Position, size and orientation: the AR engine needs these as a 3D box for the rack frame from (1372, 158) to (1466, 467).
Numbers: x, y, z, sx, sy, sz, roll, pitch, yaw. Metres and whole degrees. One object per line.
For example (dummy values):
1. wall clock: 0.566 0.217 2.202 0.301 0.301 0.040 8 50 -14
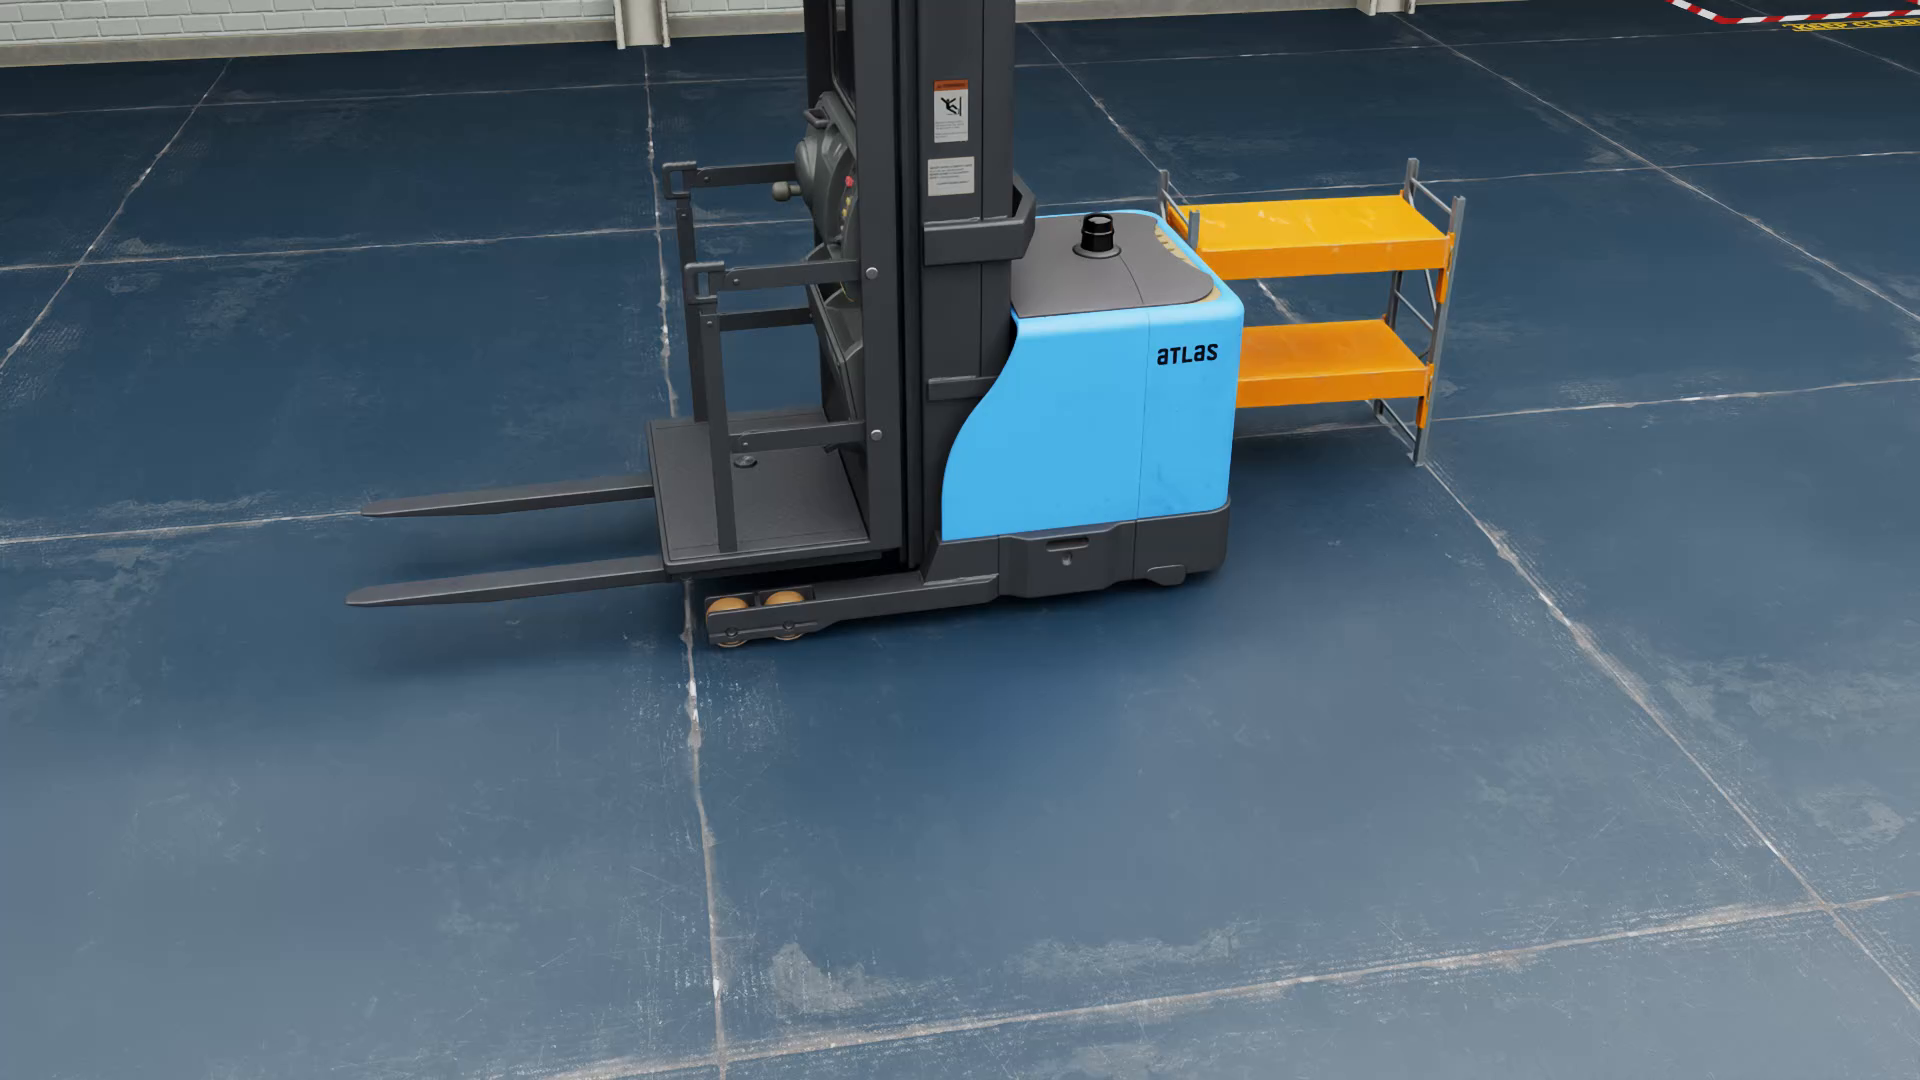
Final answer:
1. rack frame: 1.833 -0.909 6.685 0.032 1.125 0.500 -4 31 -7

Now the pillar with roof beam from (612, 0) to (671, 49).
1. pillar with roof beam: -1.642 -5.533 6.782 0.400 9.000 9.100 -5 31 -9

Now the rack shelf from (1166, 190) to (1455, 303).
1. rack shelf: 1.330 -1.124 6.474 1.000 0.278 0.538 -4 31 -7

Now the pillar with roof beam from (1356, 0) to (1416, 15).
1. pillar with roof beam: 4.259 -6.081 7.714 0.400 9.000 9.100 -5 31 -9

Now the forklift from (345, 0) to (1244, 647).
1. forklift: -0.614 -1.194 5.389 3.031 2.935 1.130 -6 31 -11

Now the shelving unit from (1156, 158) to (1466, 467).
1. shelving unit: 1.330 -0.871 6.622 1.048 1.125 0.538 -4 31 -7

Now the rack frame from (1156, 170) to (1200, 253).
1. rack frame: 0.827 -0.834 6.559 0.032 1.125 0.500 -4 31 -7

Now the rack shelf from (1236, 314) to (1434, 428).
1. rack shelf: 1.330 -0.661 6.746 1.000 0.278 0.538 -4 31 -7
